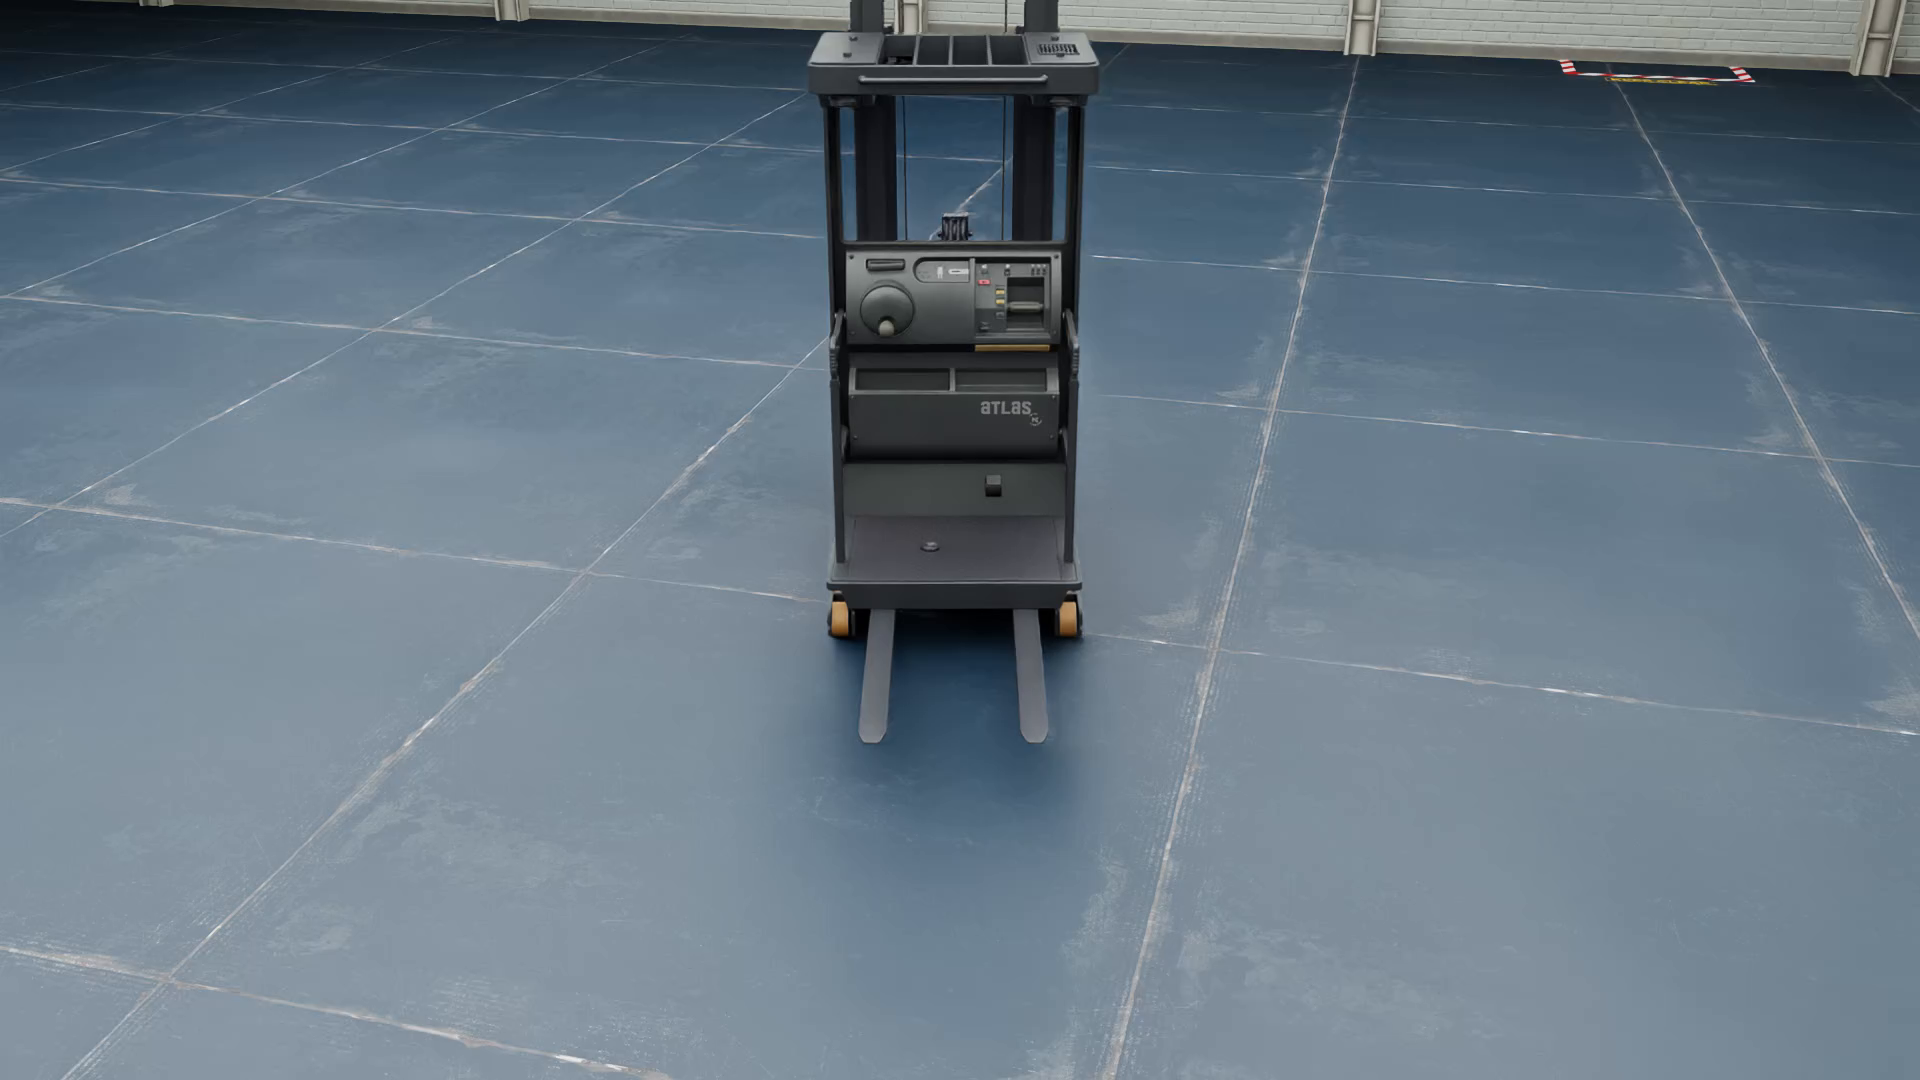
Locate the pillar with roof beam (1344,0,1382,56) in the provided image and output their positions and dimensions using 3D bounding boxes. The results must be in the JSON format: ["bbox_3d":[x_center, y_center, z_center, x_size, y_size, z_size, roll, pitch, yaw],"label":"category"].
[{"bbox_3d":[4.076,-8.534,15.706,0.400,9.000,9.100,6,26,13],"label":"pillar with roof beam"}]

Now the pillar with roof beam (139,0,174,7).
[{"bbox_3d":[-13.357,-10.461,19.754,0.400,9.000,9.100,6,26,13],"label":"pillar with roof beam"}]

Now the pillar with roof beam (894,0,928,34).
[{"bbox_3d":[-1.735,-9.176,17.055,0.400,9.000,9.100,6,26,13],"label":"pillar with roof beam"}]

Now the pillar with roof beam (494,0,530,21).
[{"bbox_3d":[-7.546,-9.818,18.404,0.400,9.000,9.100,6,26,13],"label":"pillar with roof beam"}]

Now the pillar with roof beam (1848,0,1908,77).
[{"bbox_3d":[9.887,-7.891,14.357,0.400,9.000,9.100,6,26,13],"label":"pillar with roof beam"}]

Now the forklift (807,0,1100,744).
[{"bbox_3d":[-0.024,-1.023,6.989,1.130,2.935,3.031,0,25,0],"label":"forklift"}]
